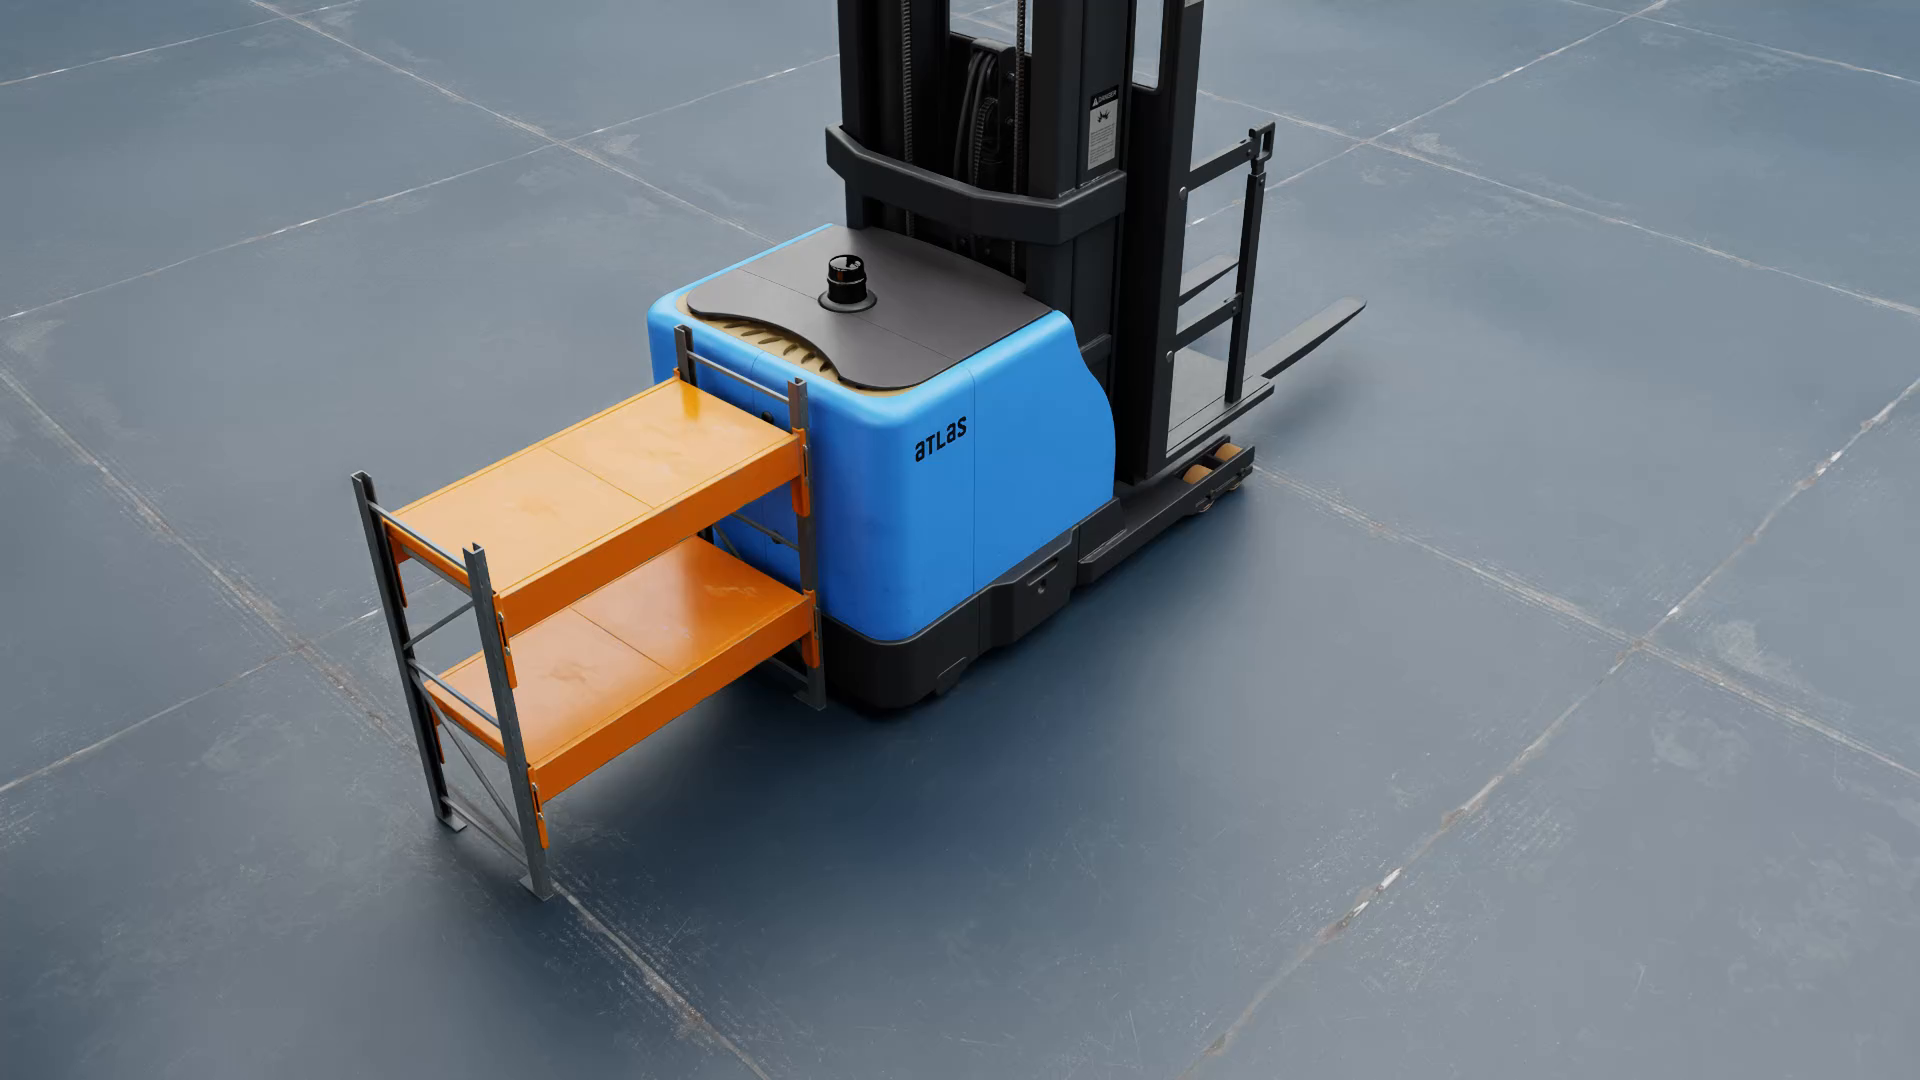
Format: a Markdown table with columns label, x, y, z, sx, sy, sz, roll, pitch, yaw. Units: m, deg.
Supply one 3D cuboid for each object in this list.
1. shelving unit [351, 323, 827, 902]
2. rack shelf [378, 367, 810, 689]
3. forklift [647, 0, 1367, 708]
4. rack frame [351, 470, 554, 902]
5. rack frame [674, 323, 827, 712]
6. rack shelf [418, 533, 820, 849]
| label | x | y | z | sx | sy | sz | roll | pitch | yaw |
| --- | --- | --- | --- | --- | --- | --- | --- | --- | --- |
| shelving unit | -0.937 | 0.174 | 4.517 | 0.538 | 1.125 | 1.048 | 27 | 43 | 33 |
| rack shelf | -0.937 | -0.066 | 4.350 | 0.538 | 0.278 | 1.000 | 27 | 43 | 33 |
| forklift | 0.410 | -1.470 | 5.296 | 1.130 | 2.935 | 3.031 | 27 | 43 | 33 |
| rack frame | -1.272 | 0.392 | 4.204 | 0.500 | 1.125 | 0.032 | 27 | 43 | 33 |
| rack frame | -0.601 | -0.044 | 4.830 | 0.500 | 1.125 | 0.032 | 27 | 43 | 33 |
| rack shelf | -0.937 | 0.375 | 4.657 | 0.538 | 0.278 | 1.000 | 27 | 43 | 33 |
